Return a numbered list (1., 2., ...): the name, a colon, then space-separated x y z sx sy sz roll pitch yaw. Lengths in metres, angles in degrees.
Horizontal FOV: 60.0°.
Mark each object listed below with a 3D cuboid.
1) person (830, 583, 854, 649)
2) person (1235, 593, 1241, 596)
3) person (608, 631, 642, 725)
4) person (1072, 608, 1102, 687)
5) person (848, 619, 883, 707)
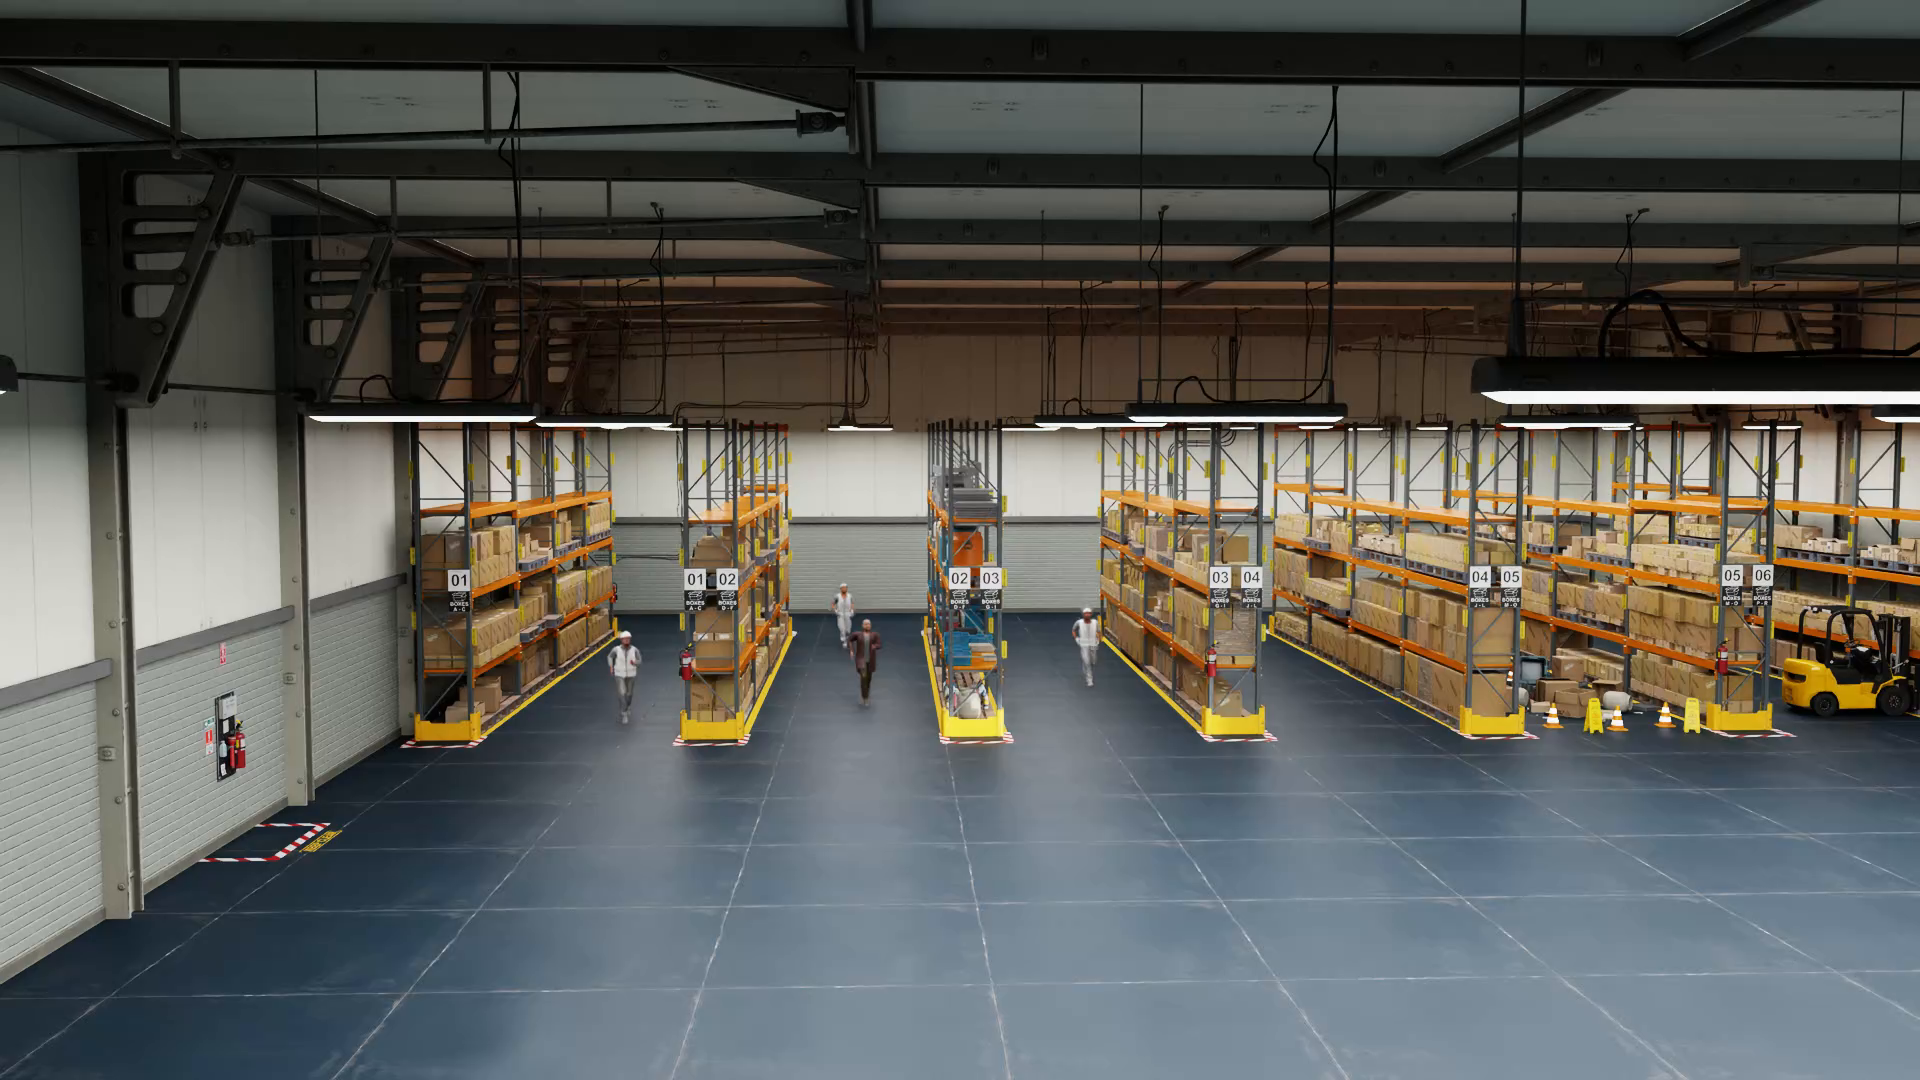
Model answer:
1. person: -3.125 2.021 44.270 0.642 1.758 0.656 -1 4 -16
2. person: 7.716 1.987 45.922 0.513 1.573 0.635 0 4 4
3. person: -6.646 2.699 33.038 0.641 1.788 0.966 -1 4 -21
4. person: 2.922 2.433 38.113 0.666 1.758 0.987 -1 4 -12
5. person: -2.011 2.582 35.220 0.683 1.837 0.936 -1 4 -16
